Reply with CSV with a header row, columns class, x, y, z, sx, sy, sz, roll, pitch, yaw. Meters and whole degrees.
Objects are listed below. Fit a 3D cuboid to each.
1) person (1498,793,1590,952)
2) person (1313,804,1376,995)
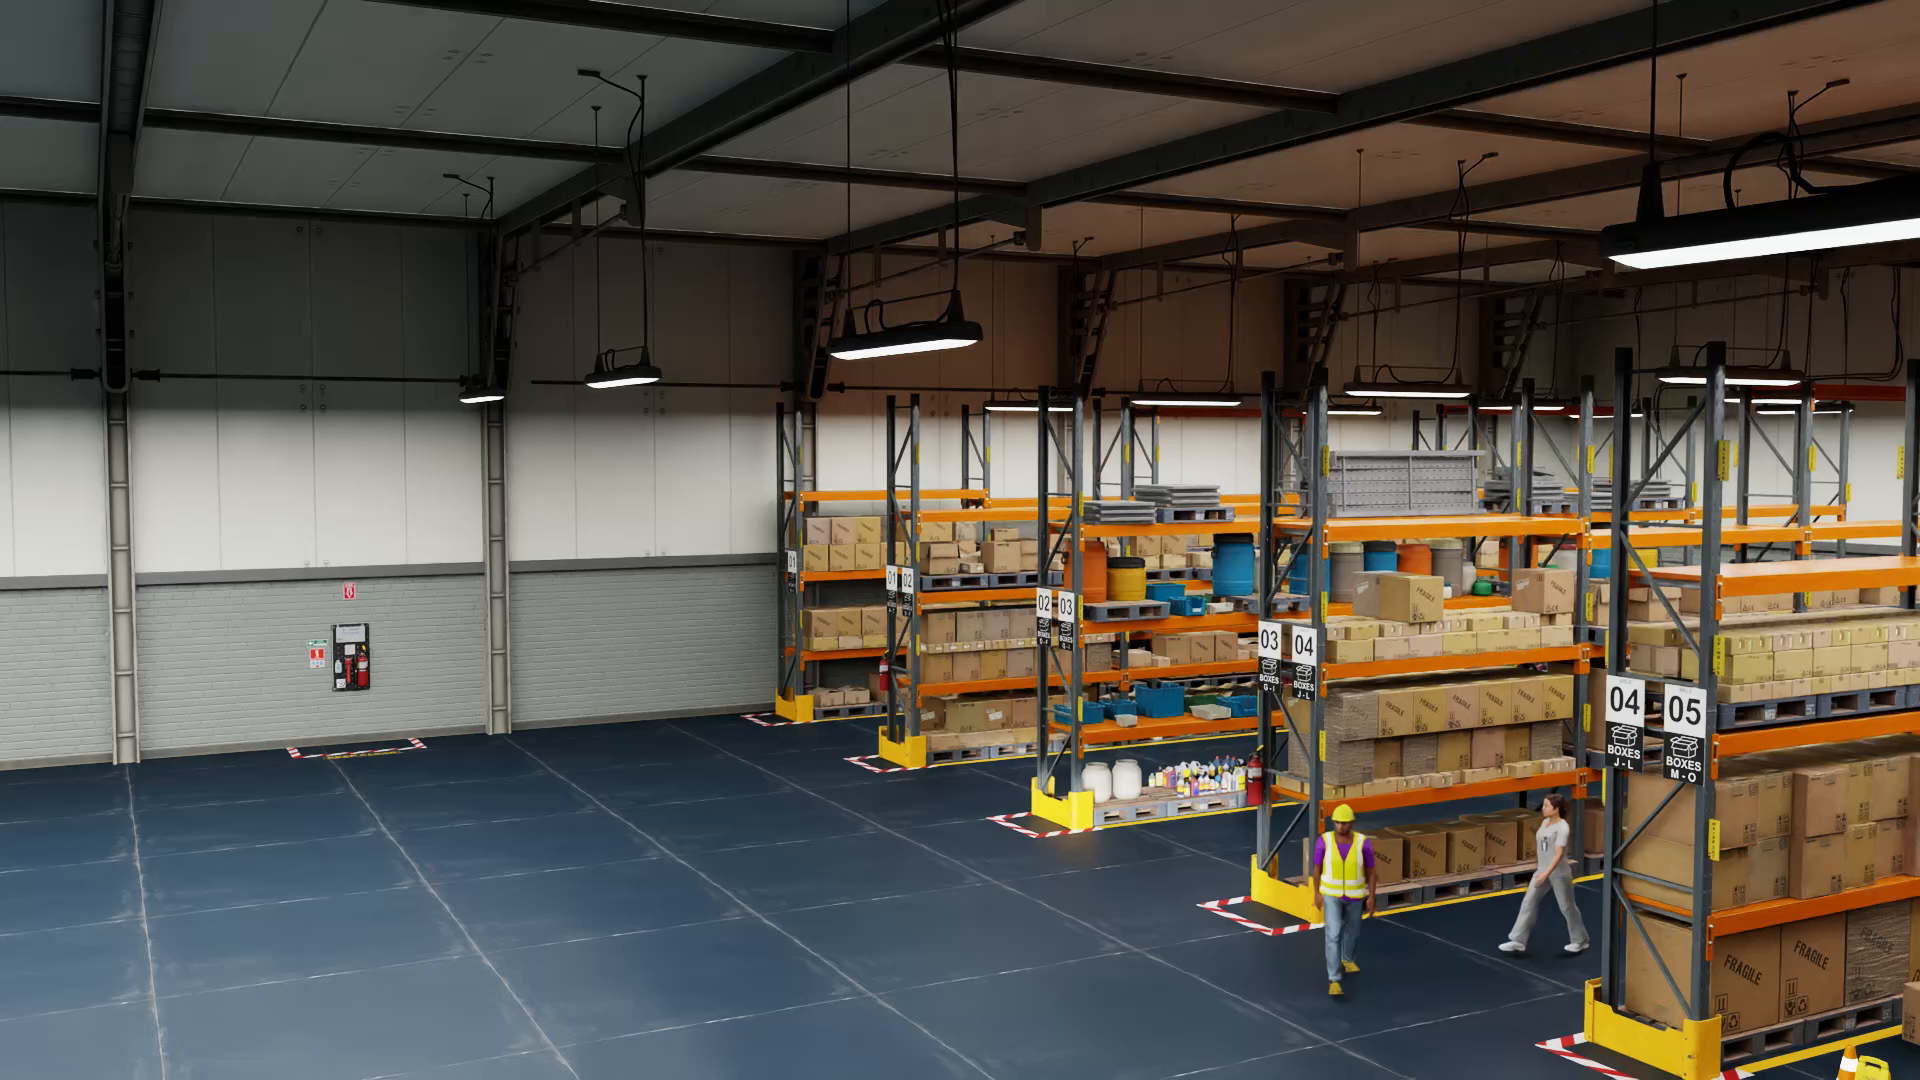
class,x,y,z,sx,sy,sz,roll,pitch,yaw
person,5.943,3.374,16.857,0.977,1.616,0.457,-1,3,-16
person,3.675,3.395,15.877,0.580,1.731,0.971,0,3,9
